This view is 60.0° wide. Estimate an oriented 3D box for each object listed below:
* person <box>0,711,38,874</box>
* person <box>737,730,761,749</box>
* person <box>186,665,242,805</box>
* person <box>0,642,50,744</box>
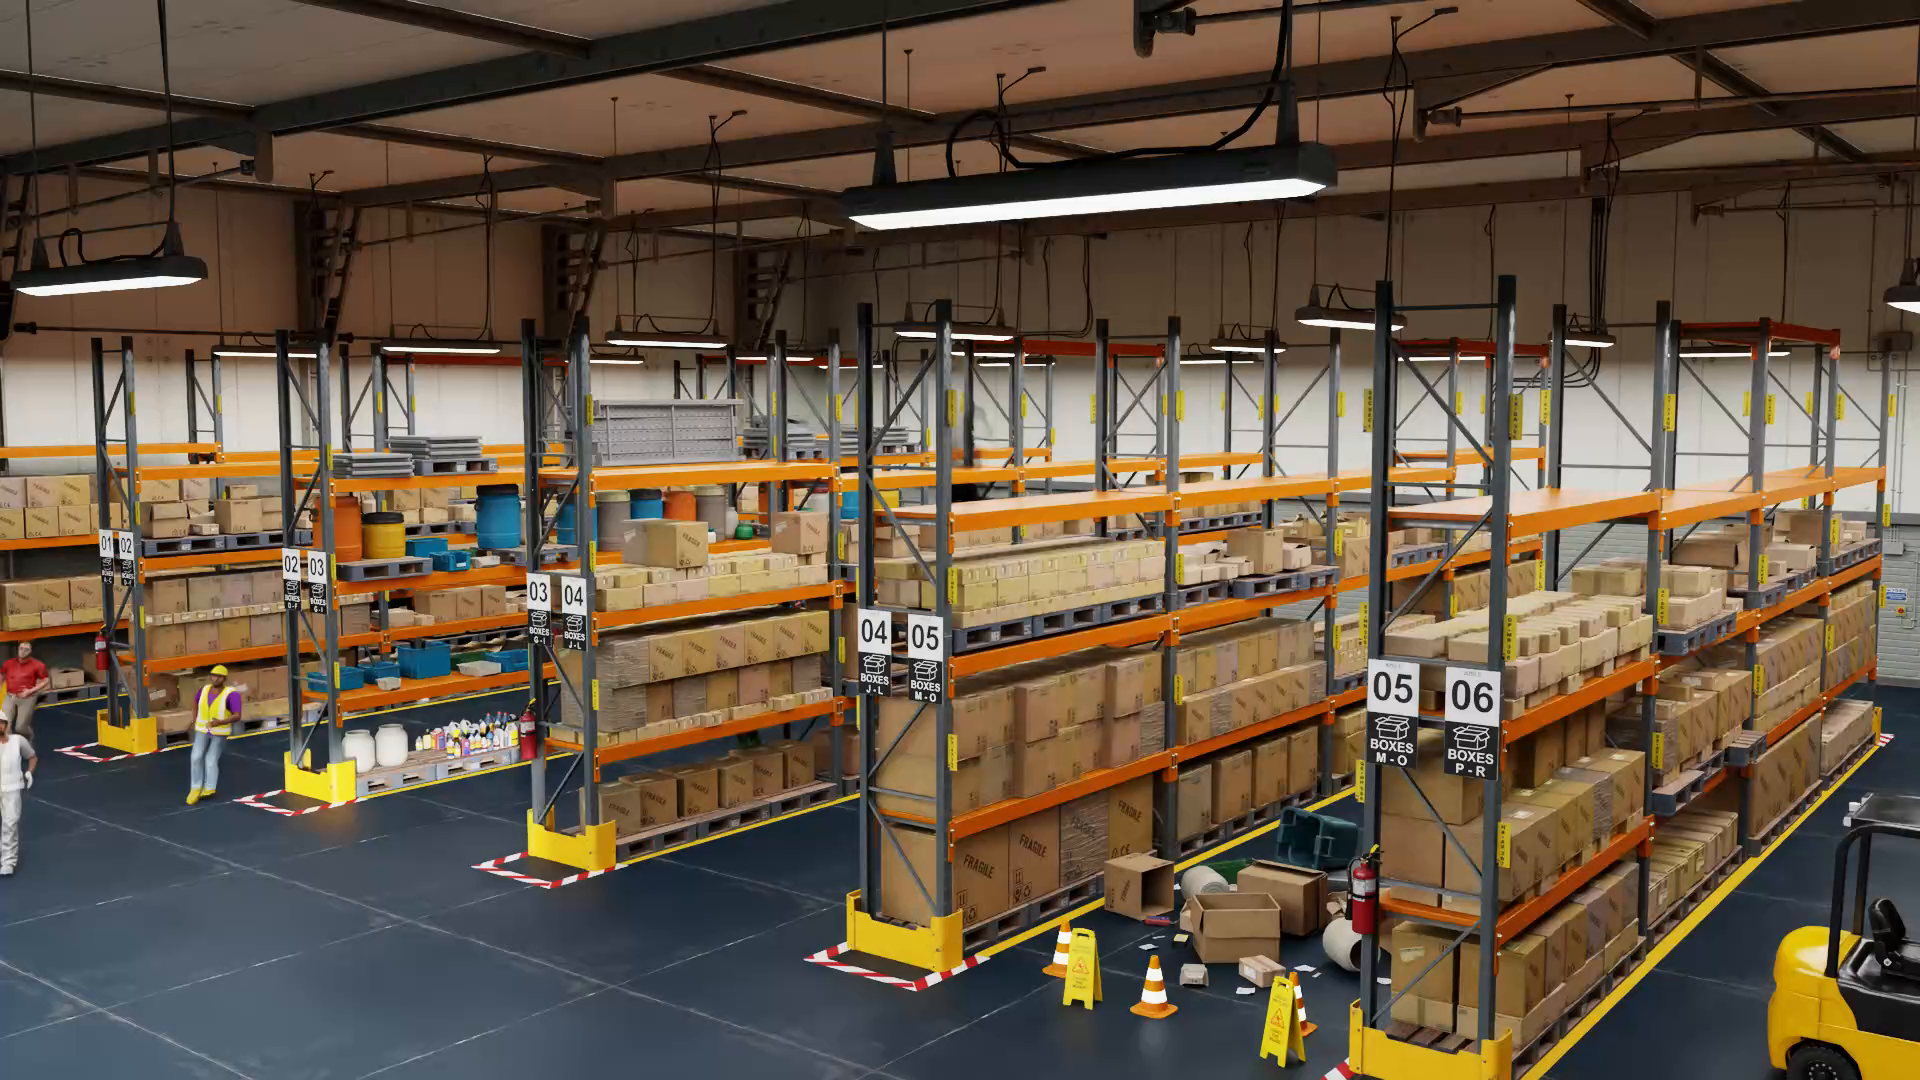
[{"bbox_3d":[-10.421,2.723,18.092,0.692,1.746,0.789,-3,6,-28],"label":"person"},{"bbox_3d":[-3.012,2.110,22.847,0.635,1.823,0.746,4,6,39],"label":"person"},{"bbox_3d":[-9.490,2.452,21.133,0.713,1.709,0.685,-1,5,-7],"label":"person"},{"bbox_3d":[-13.297,2.298,23.597,0.713,1.722,0.831,-1,5,-11],"label":"person"}]
